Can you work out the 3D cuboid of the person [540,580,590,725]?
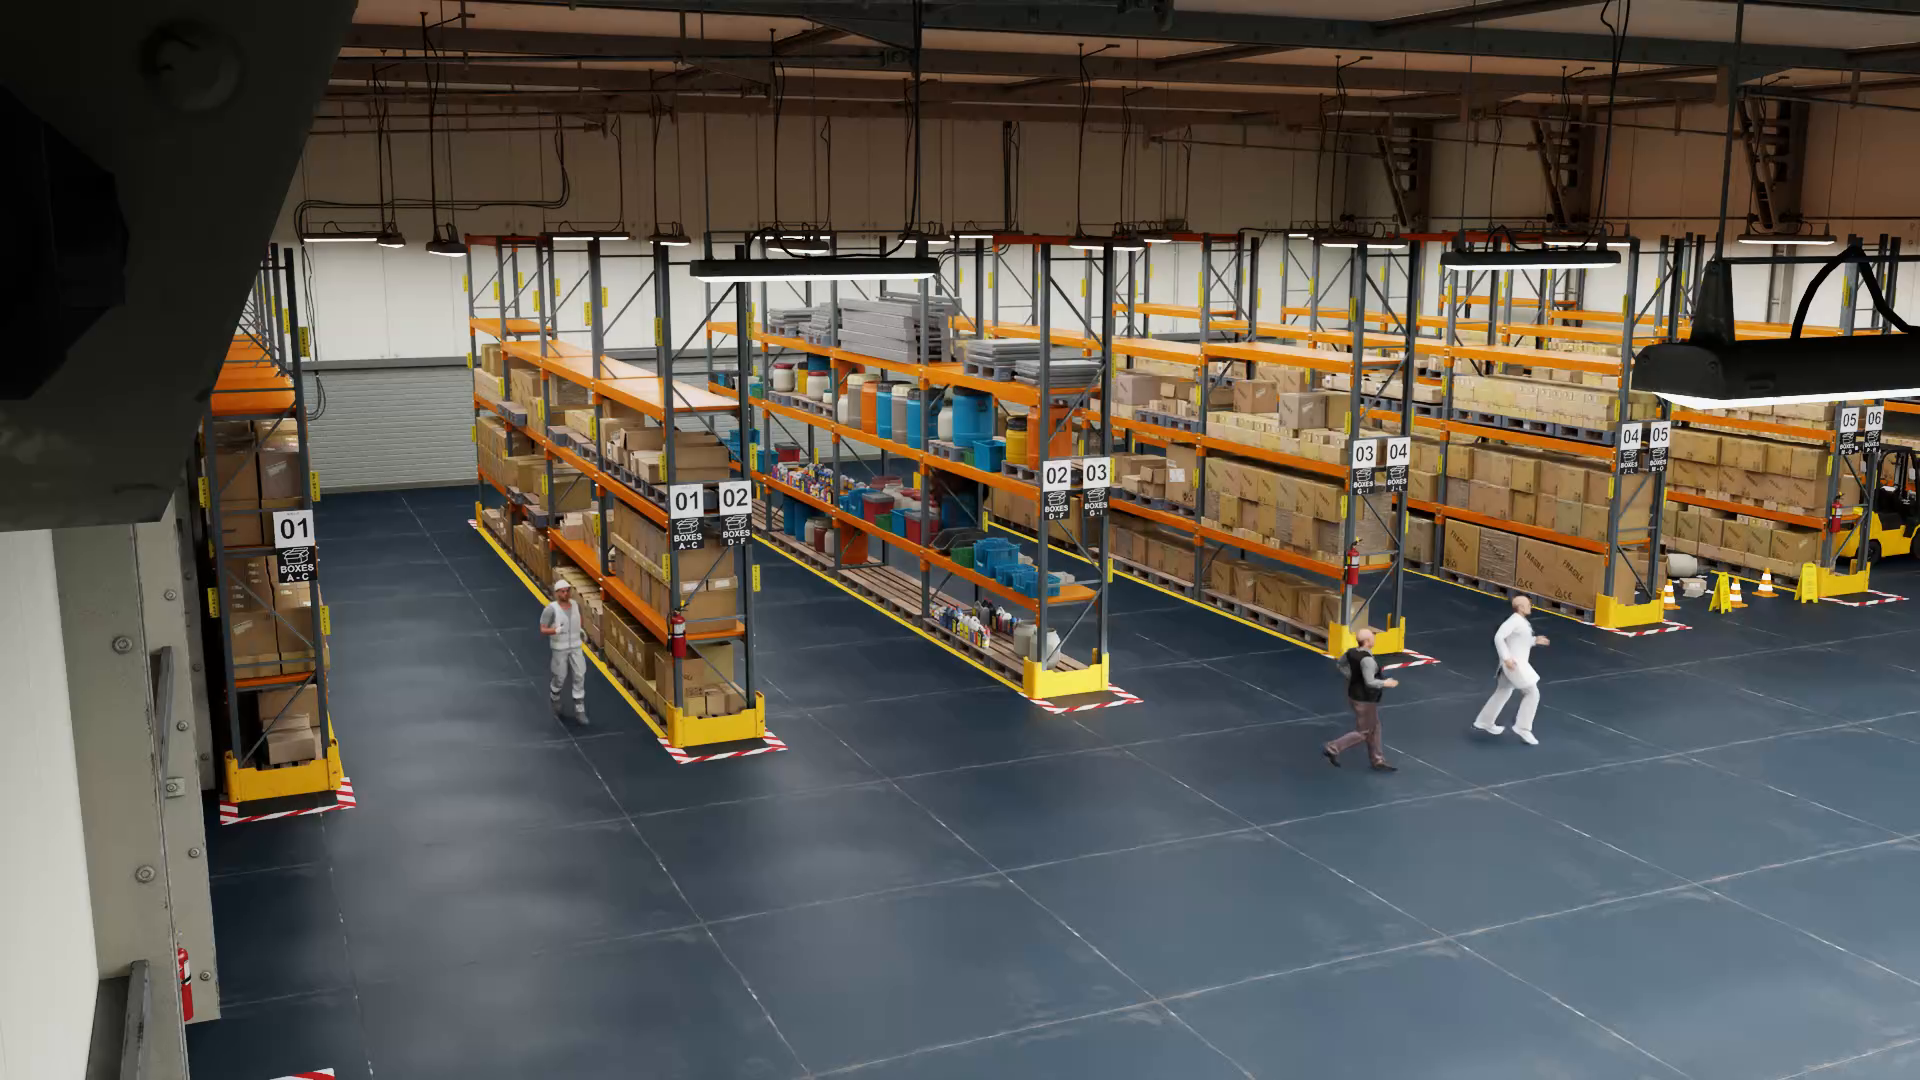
[{"bbox_3d":[-4.993,1.387,21.101,0.652,1.793,0.914,-7,13,-33],"label":"person"}]

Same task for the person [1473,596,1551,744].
[{"bbox_3d":[6.777,1.578,20.365,0.859,1.837,0.685,2,11,9],"label":"person"}]

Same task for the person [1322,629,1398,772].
[{"bbox_3d":[4.606,1.853,19.044,0.936,1.717,0.661,-1,11,-5],"label":"person"}]
